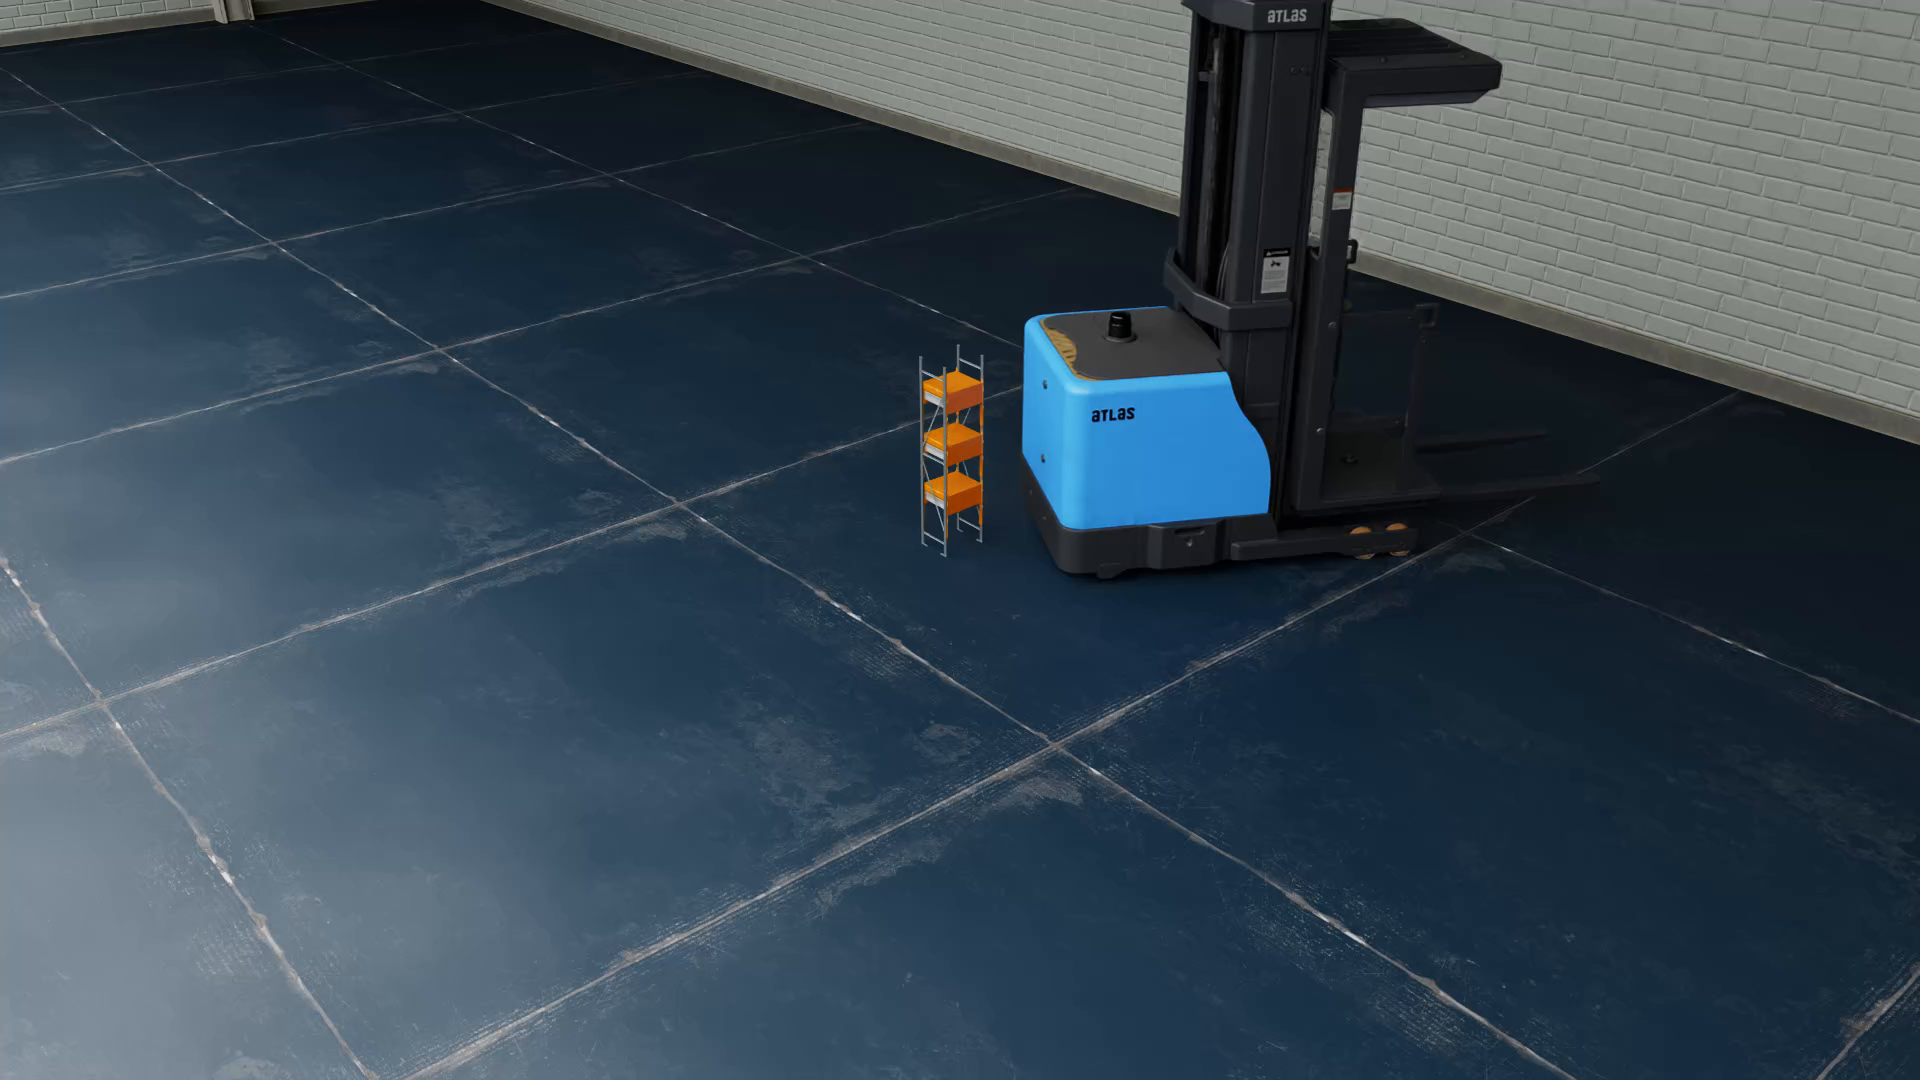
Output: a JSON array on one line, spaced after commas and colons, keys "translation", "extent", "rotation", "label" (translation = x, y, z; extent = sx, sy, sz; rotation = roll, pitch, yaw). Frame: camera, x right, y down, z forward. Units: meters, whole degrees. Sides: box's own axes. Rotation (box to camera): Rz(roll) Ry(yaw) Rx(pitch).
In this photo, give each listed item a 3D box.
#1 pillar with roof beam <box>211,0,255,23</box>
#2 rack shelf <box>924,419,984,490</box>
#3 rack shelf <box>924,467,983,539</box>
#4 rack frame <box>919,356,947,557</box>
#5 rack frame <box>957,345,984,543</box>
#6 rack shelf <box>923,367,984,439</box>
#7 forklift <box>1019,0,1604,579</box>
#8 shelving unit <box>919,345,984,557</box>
[{"translation": [-6.410, -9.034, 16.106], "extent": [0.400, 9.000, 9.100], "rotation": [-22, 35, -35], "label": "pillar with roof beam"}, {"translation": [-0.041, -0.437, 8.477], "extent": [0.240, 0.259, 0.215], "rotation": [-22, 35, -35], "label": "rack shelf"}, {"translation": [-0.041, -0.192, 8.608], "extent": [0.240, 0.259, 0.215], "rotation": [-22, 35, -35], "label": "rack shelf"}, {"translation": [-0.134, -0.409, 8.402], "extent": [0.008, 1.050, 0.200], "rotation": [-22, 35, -35], "label": "rack frame"}, {"translation": [0.052, -0.484, 8.542], "extent": [0.008, 1.050, 0.200], "rotation": [-22, 35, -35], "label": "rack frame"}, {"translation": [-0.041, -0.688, 8.343], "extent": [0.240, 0.259, 0.215], "rotation": [-22, 35, -35], "label": "rack shelf"}, {"translation": [1.892, -1.431, 8.319], "extent": [3.031, 2.935, 1.130], "rotation": [-5, 29, -10], "label": "forklift"}, {"translation": [-0.041, -0.447, 8.472], "extent": [0.252, 1.050, 0.215], "rotation": [-22, 35, -35], "label": "shelving unit"}]
